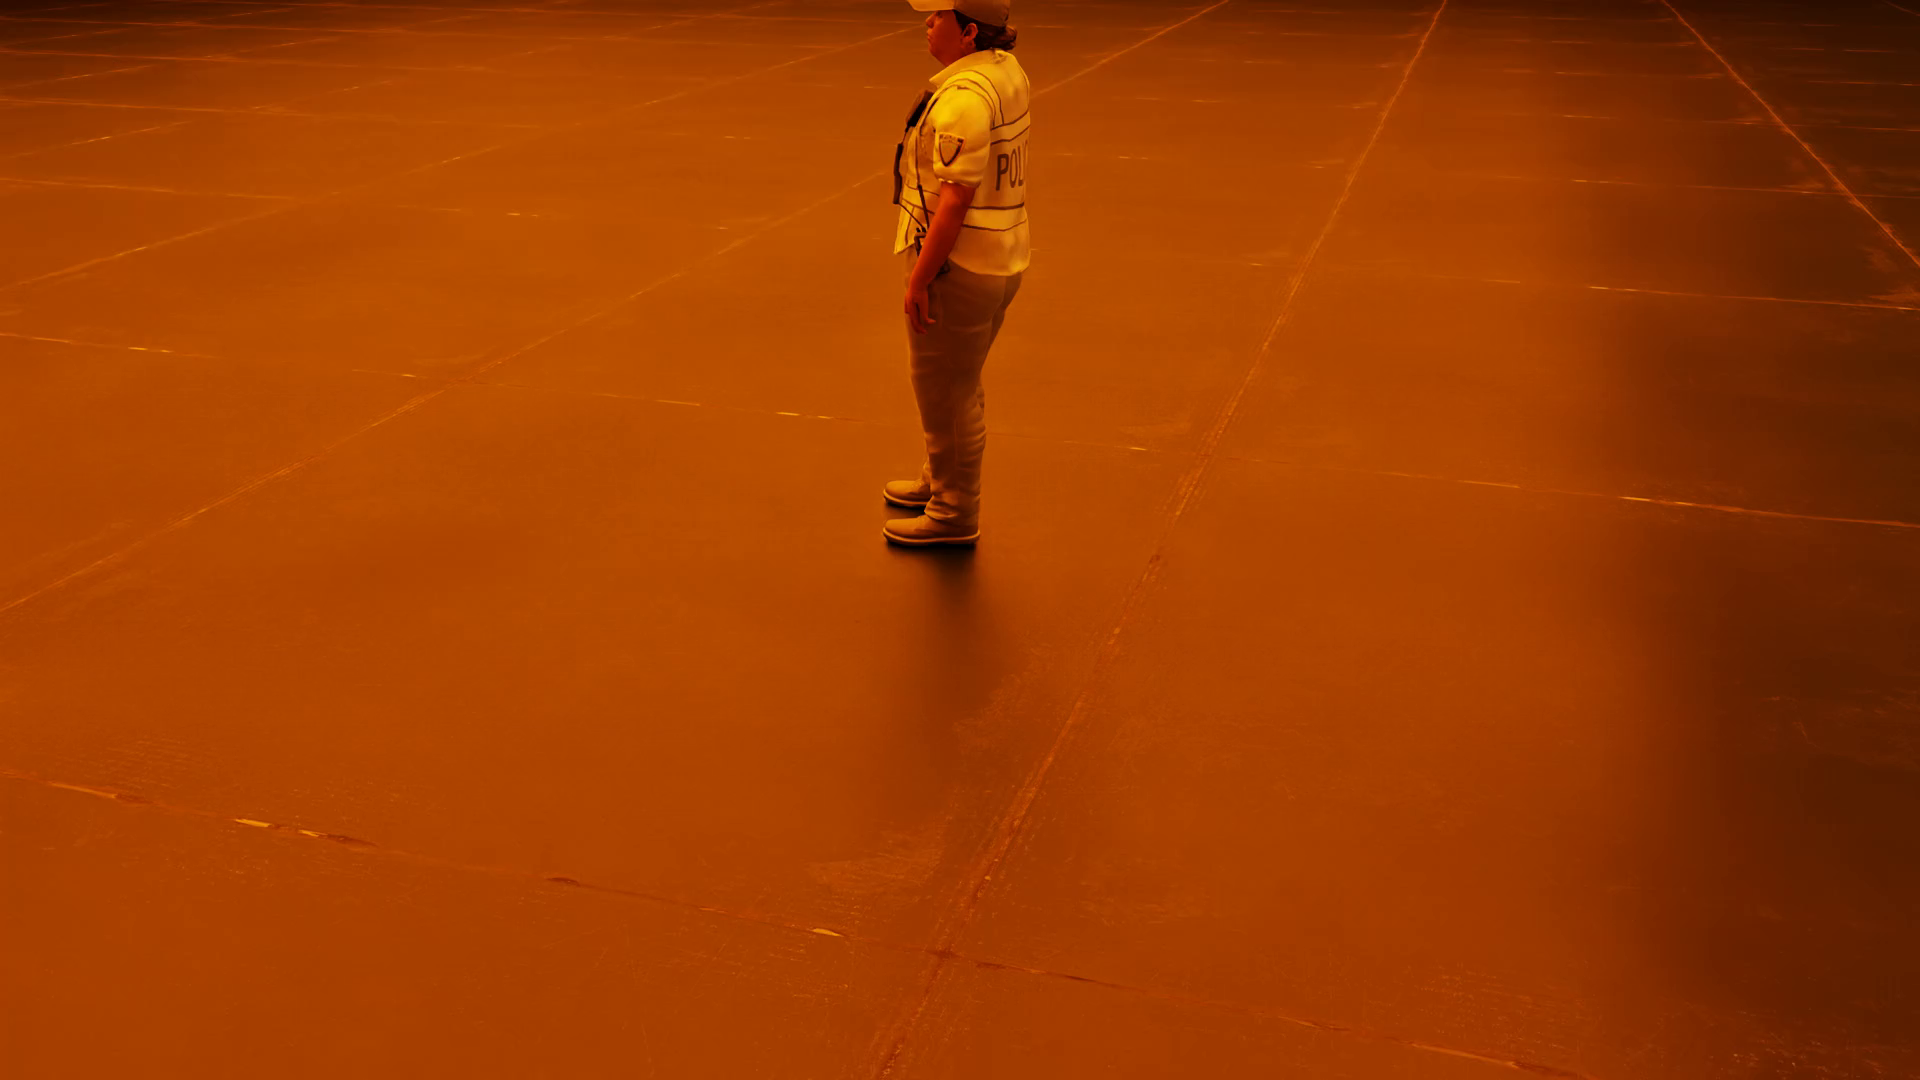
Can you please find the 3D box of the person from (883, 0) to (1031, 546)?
[{"bbox_3d":[-0.066,-0.794,4.841,0.529,1.670,0.599,7,23,16],"label":"person"}]
